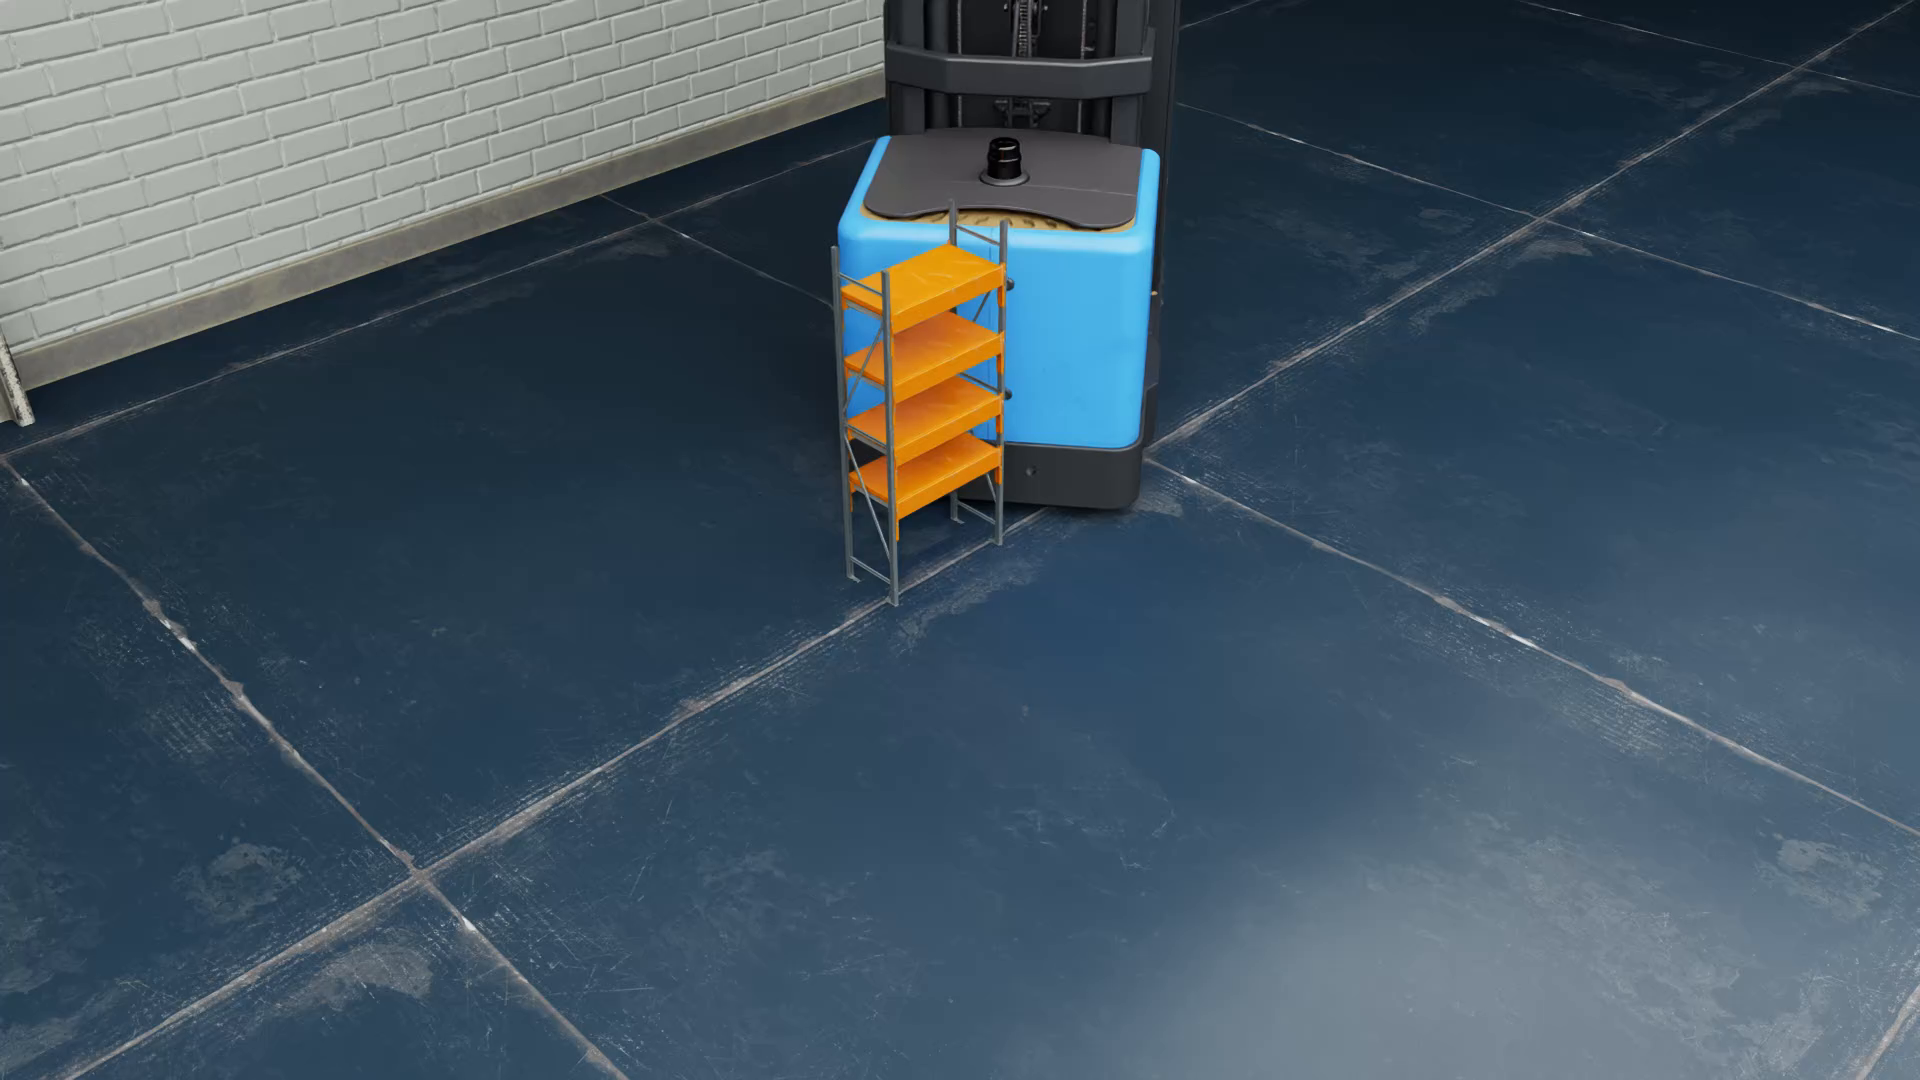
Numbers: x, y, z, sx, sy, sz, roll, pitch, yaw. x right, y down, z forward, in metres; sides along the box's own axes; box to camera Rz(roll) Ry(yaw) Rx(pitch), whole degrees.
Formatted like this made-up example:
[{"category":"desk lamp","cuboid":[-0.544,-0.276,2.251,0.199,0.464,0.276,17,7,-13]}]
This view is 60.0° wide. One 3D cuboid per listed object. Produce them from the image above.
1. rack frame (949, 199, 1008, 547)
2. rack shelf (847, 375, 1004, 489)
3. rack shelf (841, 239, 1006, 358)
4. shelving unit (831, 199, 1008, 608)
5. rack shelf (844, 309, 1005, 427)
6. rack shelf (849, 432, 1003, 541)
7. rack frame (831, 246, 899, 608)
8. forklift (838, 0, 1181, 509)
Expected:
[{"category":"rack frame","cuboid":[0.056,-0.519,5.446,0.015,1.200,0.240,-30,44,-35]},{"category":"rack shelf","cuboid":[-0.117,-0.366,5.343,0.480,0.148,0.258,-30,44,-35]},{"category":"rack shelf","cuboid":[-0.117,-0.744,5.080,0.480,0.148,0.258,-30,44,-35]},{"category":"shelving unit","cuboid":[-0.117,-0.421,5.305,0.503,1.200,0.258,-30,44,-35]},{"category":"rack shelf","cuboid":[-0.117,-0.549,5.216,0.480,0.148,0.258,-30,44,-35]},{"category":"rack shelf","cuboid":[-0.117,-0.203,5.457,0.480,0.148,0.258,-30,44,-35]},{"category":"rack frame","cuboid":[-0.291,-0.323,5.164,0.015,1.200,0.240,-30,44,-35]},{"category":"forklift","cuboid":[0.294,-2.139,6.256,1.130,2.935,3.031,4,35,6]}]
